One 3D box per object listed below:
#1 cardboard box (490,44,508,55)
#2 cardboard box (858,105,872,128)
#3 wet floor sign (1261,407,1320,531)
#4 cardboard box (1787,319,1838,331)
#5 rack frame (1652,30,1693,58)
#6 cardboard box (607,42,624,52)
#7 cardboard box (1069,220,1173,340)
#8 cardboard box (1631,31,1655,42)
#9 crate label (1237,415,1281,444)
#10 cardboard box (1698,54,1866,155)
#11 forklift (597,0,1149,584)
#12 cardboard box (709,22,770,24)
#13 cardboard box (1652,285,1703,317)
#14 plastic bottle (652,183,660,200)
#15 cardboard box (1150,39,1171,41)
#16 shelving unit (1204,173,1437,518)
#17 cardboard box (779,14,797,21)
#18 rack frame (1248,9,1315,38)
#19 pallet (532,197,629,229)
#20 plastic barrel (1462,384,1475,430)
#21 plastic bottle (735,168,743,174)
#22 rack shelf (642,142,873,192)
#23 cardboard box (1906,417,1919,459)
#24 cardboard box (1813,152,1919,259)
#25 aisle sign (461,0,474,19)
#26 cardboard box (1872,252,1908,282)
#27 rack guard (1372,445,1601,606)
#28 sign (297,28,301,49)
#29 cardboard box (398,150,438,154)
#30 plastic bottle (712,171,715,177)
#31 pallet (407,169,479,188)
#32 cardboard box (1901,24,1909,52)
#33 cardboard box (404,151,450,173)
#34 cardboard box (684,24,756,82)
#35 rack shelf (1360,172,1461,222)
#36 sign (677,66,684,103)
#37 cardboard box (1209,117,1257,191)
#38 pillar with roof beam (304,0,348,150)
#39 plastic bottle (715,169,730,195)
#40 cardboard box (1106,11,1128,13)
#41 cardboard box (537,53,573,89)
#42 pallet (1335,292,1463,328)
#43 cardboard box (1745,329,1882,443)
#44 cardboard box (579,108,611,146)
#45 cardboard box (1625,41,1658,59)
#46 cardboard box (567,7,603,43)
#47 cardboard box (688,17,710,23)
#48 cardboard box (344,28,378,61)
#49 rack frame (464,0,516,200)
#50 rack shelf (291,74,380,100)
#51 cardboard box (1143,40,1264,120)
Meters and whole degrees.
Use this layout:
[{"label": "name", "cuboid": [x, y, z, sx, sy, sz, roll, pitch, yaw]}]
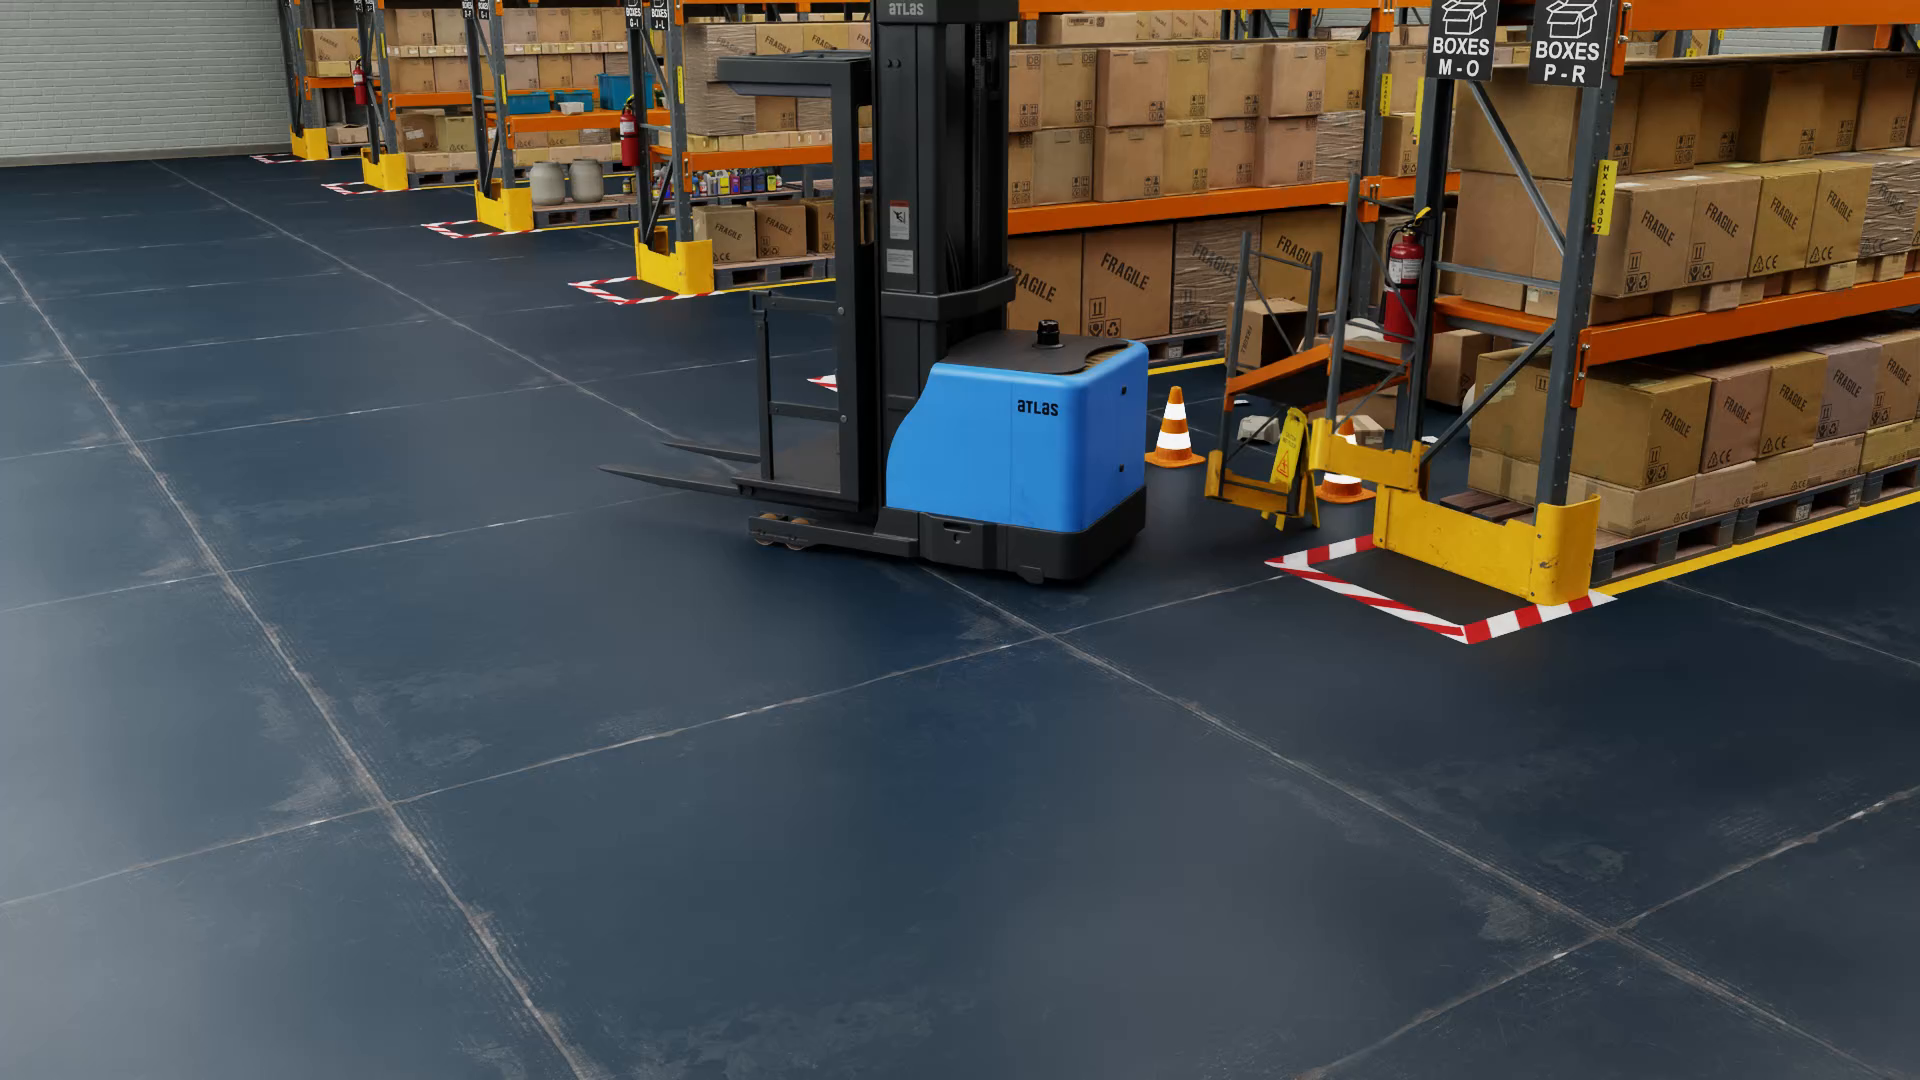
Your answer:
[{"label": "cardboard box", "cuboid": [-6.793, -7.162, 24.276, 0.250, 0.149, 0.380, -12, 22, -32]}, {"label": "cardboard box", "cuboid": [-1.178, -4.478, 16.884, 0.500, 0.500, 0.875, -12, 22, -31]}, {"label": "wet floor sign", "cuboid": [1.834, -0.405, 9.134, 0.232, 0.644, 0.267, -4, 19, -13]}, {"label": "cardboard box", "cuboid": [4.840, -1.095, 9.964, 0.500, 0.500, 0.500, -11, 22, -29]}, {"label": "rack frame", "cuboid": [6.456, -3.983, 16.041, 0.127, 3.000, 1.000, -12, 22, -31]}, {"label": "cardboard box", "cuboid": [-5.290, -7.480, 25.215, 0.250, 0.149, 0.380, -12, 22, -33]}, {"label": "cardboard box", "cuboid": [1.038, -2.059, 13.012, 0.875, 0.875, 0.875, -12, 22, -32]}, {"label": "cardboard box", "cuboid": [9.527, -7.061, 23.745, 0.500, 0.500, 0.500, -13, 22, -33]}, {"label": "crate label", "cuboid": [1.959, -0.724, 10.872, 0.250, 0.136, 0.298, 9, 21, 25]}, {"label": "cardboard box", "cuboid": [4.562, -2.449, 9.323, 0.500, 0.500, 0.700, -12, 22, -33]}, {"label": "forklift", "cuboid": [-0.560, -1.475, 8.731, 3.031, 2.935, 1.130, 9, 21, 24]}, {"label": "cardboard box", "cuboid": [-2.131, -4.833, 16.373, 0.500, 0.500, 0.500, -12, 22, -31]}, {"label": "cardboard box", "cuboid": [3.448, -1.226, 8.279, 0.250, 0.149, 0.380, -13, 22, -33]}, {"label": "plastic bottle", "cuboid": [-3.821, -4.380, 20.898, 0.097, 0.201, 0.097, 0, 19, 0]}, {"label": "cardboard box", "cuboid": [3.552, -9.015, 30.770, 0.500, 0.500, 0.500, -12, 22, -32]}, {"label": "shelving unit", "cuboid": [1.862, -0.962, 8.590, 0.587, 1.500, 1.083, 11, -10, -20]}, {"label": "cardboard box", "cuboid": [-3.391, -9.961, 31.901, 0.500, 0.250, 0.500, -12, 22, -32]}, {"label": "rack frame", "cuboid": [3.812, -5.328, 20.018, 0.127, 3.000, 1.000, -12, 22, -31]}, {"label": "pallet", "cuboid": [-4.874, -4.090, 20.711, 1.213, 0.211, 1.003, -12, 22, -31]}, {"label": "plastic barrel", "cuboid": [3.474, -0.816, 10.696, 0.421, 0.421, 0.512, 2, 19, 6]}, {"label": "plastic bottle", "cuboid": [-2.955, -4.838, 22.124, 0.133, 0.283, 0.061, -12, 22, -31]}, {"label": "rack shelf", "cuboid": [-1.199, -3.930, 17.007, 4.000, 0.370, 1.077, -12, 22, -31]}, {"label": "cardboard box", "cuboid": [5.576, -0.693, 9.946, 0.500, 0.250, 0.500, -11, 21, -29]}, {"label": "cardboard box", "cuboid": [4.831, -1.831, 9.054, 0.500, 0.500, 0.500, -11, 22, -30]}, {"label": "aisle sign", "cuboid": [-5.816, -6.542, 19.550, 0.004, 0.787, 0.394, -12, 22, -31]}, {"label": "cardboard box", "cuboid": [4.974, -1.535, 9.193, 0.250, 0.149, 0.380, -12, 22, -32]}, {"label": "rack guard", "cuboid": [2.645, -0.097, 8.449, 0.348, 0.500, 1.175, -12, 22, -31]}, {"label": "sign", "cuboid": [-10.743, -8.158, 27.039, 0.005, 0.325, 0.100, -12, 22, -31]}, {"label": "cardboard box", "cuboid": [-8.029, -5.639, 24.576, 0.500, 0.250, 0.500, -12, 22, -31]}, {"label": "plastic bottle", "cuboid": [-3.139, -4.611, 21.453, 0.133, 0.283, 0.061, -12, 22, -31]}, {"label": "pallet", "cuboid": [-7.698, -5.394, 24.568, 1.213, 0.211, 1.003, -12, 22, -31]}, {"label": "cardboard box", "cuboid": [10.308, -5.364, 17.944, 0.500, 0.500, 0.500, -11, 22, -30]}, {"label": "cardboard box", "cuboid": [-7.744, -5.500, 24.166, 0.500, 0.250, 0.500, -12, 22, -31]}, {"label": "cardboard box", "cuboid": [-2.260, -4.604, 15.697, 0.500, 0.500, 0.500, -12, 22, -31]}, {"label": "rack shelf", "cuboid": [4.786, -3.290, 15.114, 4.000, 0.370, 1.077, -12, 22, -31]}, {"label": "sign", "cuboid": [-2.570, -4.183, 15.282, 0.005, 0.325, 0.100, -12, 22, -31]}, {"label": "cardboard box", "cuboid": [1.851, -3.115, 13.239, 0.550, 0.550, 0.875, -12, 22, -31]}, {"label": "pillar with roof beam", "cuboid": [-8.565, -9.938, 24.289, 0.400, 9.000, 9.100, -12, 22, -31]}, {"label": "plastic bottle", "cuboid": [-3.062, -4.620, 21.375, 0.185, 0.351, 0.144, -12, 22, -32]}, {"label": "cardboard box", "cuboid": [2.687, -9.302, 30.058, 0.500, 0.500, 0.500, -13, 22, -33]}, {"label": "cardboard box", "cuboid": [-6.199, -7.059, 24.983, 0.500, 0.500, 0.700, -12, 22, -31]}, {"label": "pallet", "cuboid": [3.718, -2.114, 14.865, 1.213, 0.211, 1.003, -12, 22, -31]}, {"label": "cardboard box", "cuboid": [4.726, -0.868, 9.293, 0.500, 0.500, 0.500, -11, 21, -29]}, {"label": "cardboard box", "cuboid": [-5.665, -6.300, 25.361, 0.500, 0.500, 0.500, -12, 22, -31]}, {"label": "cardboard box", "cuboid": [6.076, -4.428, 15.639, 0.500, 0.500, 0.700, -12, 22, -32]}, {"label": "cardboard box", "cuboid": [-5.762, -7.766, 25.049, 0.500, 0.500, 0.700, -12, 22, -32]}, {"label": "cardboard box", "cuboid": [-4.892, -9.736, 31.202, 0.250, 0.149, 0.380, -17, 25, -40]}, {"label": "cardboard box", "cuboid": [-10.059, -8.275, 27.768, 0.500, 0.500, 0.500, -12, 22, -31]}, {"label": "rack frame", "cuboid": [-5.593, -5.243, 19.769, 0.127, 3.000, 1.000, -12, 22, -31]}, {"label": "rack shelf", "cuboid": [-9.371, -7.905, 28.764, 4.000, 0.370, 1.077, -12, 22, -31]}, {"label": "cardboard box", "cuboid": [1.866, -3.619, 13.044, 0.550, 0.550, 0.875, -12, 22, -31]}]
